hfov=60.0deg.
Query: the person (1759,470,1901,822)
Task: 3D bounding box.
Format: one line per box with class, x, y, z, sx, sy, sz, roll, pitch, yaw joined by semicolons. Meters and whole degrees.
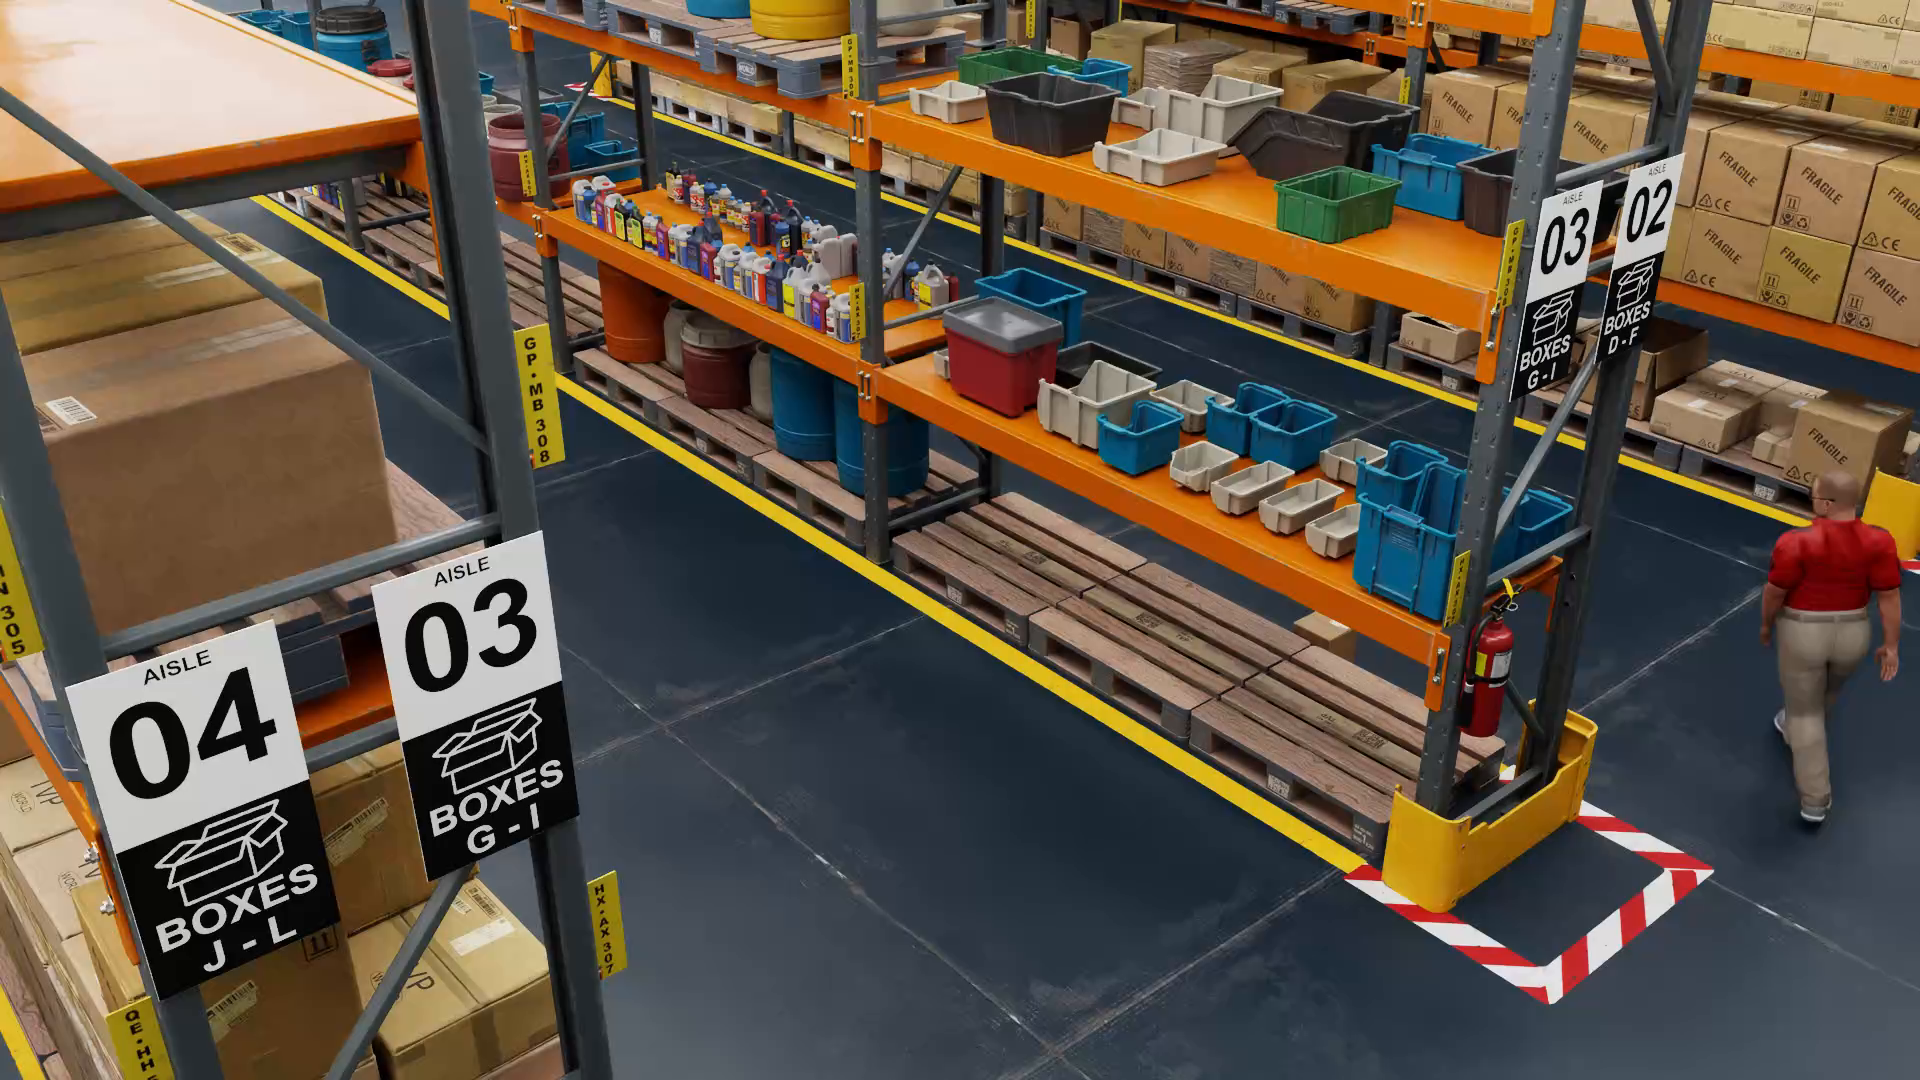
person;4.039;0.407;7.875;0.616;1.671;0.936;2;28;3
